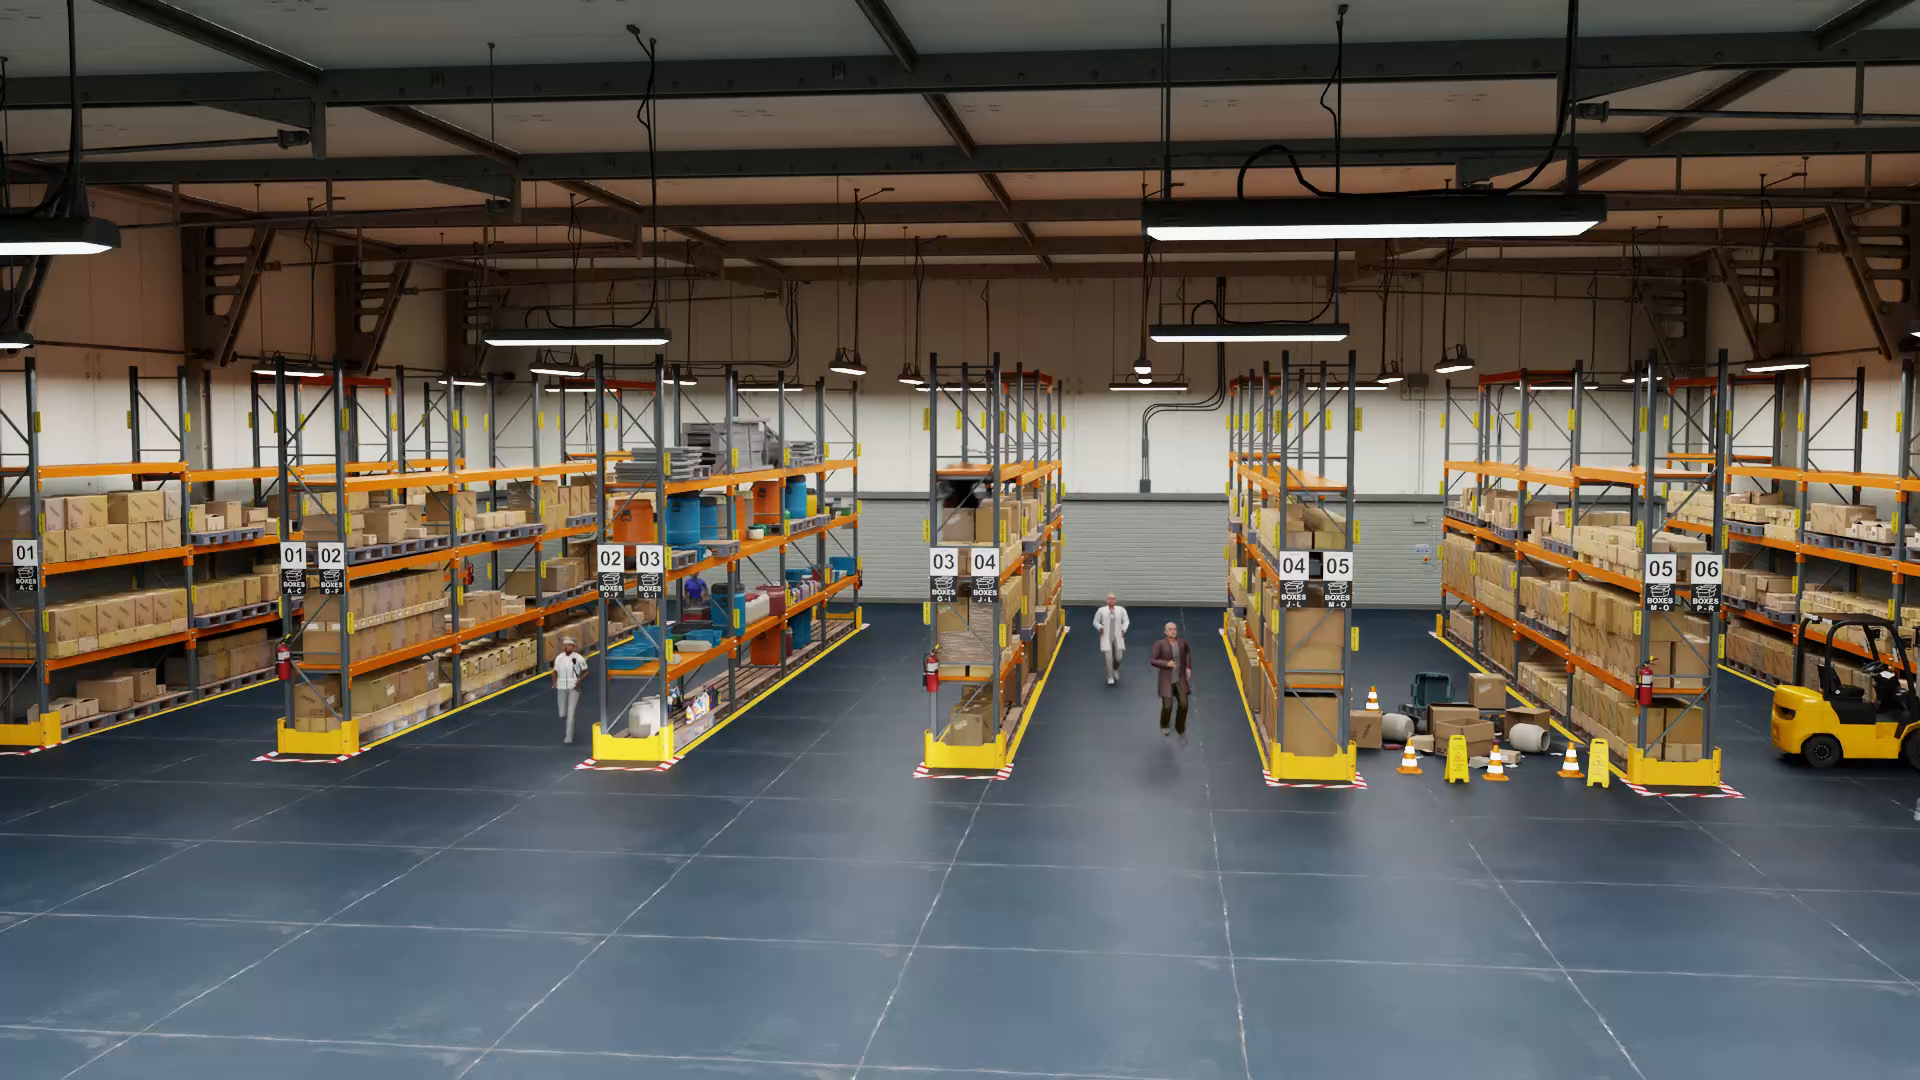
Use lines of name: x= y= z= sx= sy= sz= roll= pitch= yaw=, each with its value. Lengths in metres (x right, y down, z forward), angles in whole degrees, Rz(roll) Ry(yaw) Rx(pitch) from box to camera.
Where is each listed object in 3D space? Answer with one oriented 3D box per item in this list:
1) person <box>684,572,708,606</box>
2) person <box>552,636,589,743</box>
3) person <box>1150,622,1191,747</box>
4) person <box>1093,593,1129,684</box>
person: x=-6.164 y=1.472 z=38.764 sx=0.540 sy=1.589 sz=0.592 roll=0 pitch=4 yaw=-1
person: x=-6.149 y=2.332 z=26.247 sx=0.582 sy=1.665 sz=0.578 roll=0 pitch=4 yaw=1
person: x=3.197 y=2.171 z=25.017 sx=0.720 sy=1.869 sz=0.738 roll=-1 pitch=4 yaw=-11
person: x=2.897 y=1.886 z=31.792 sx=0.705 sy=1.727 sz=0.661 roll=0 pitch=4 yaw=-1
